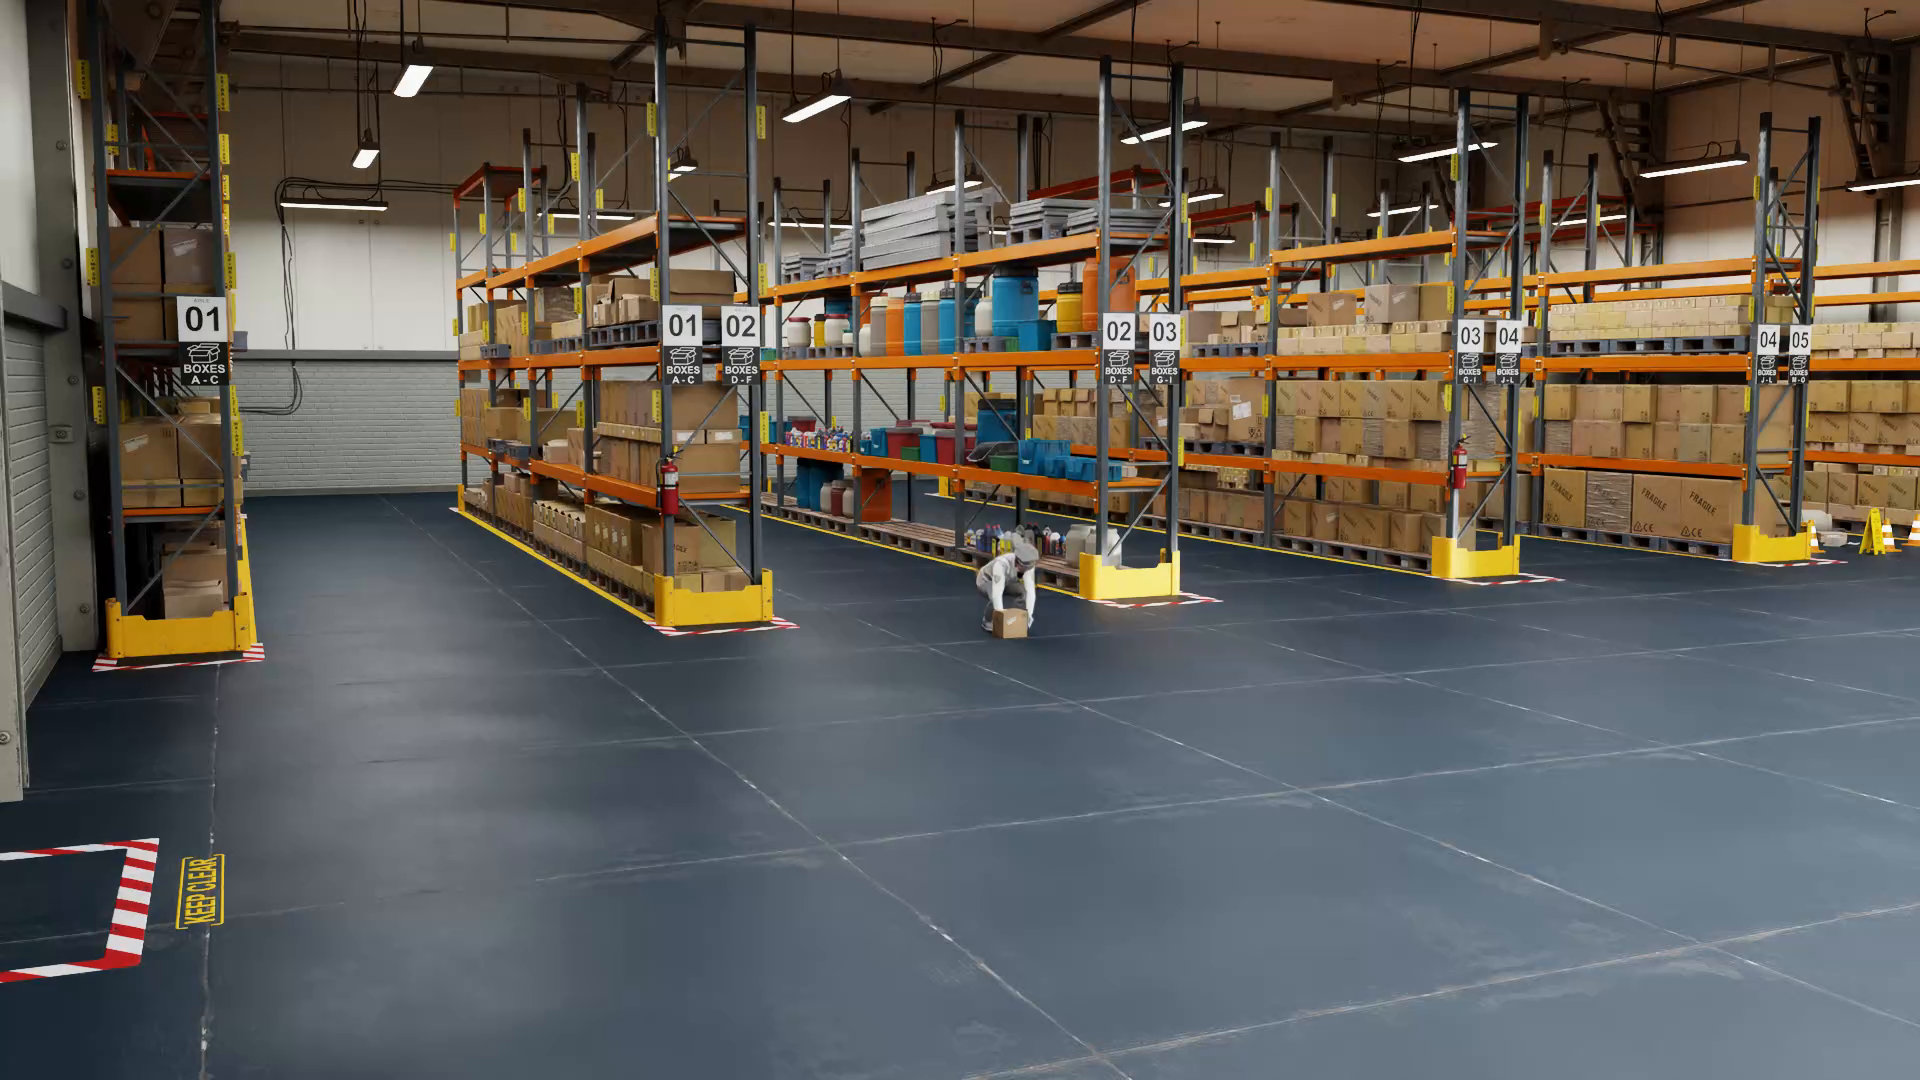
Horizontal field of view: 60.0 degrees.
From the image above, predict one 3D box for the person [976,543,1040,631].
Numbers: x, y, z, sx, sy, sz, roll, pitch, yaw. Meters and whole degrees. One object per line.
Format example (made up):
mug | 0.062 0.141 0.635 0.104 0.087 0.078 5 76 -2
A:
person | 0.471 0.457 16.297 0.489 0.899 0.857 -2 6 -24
